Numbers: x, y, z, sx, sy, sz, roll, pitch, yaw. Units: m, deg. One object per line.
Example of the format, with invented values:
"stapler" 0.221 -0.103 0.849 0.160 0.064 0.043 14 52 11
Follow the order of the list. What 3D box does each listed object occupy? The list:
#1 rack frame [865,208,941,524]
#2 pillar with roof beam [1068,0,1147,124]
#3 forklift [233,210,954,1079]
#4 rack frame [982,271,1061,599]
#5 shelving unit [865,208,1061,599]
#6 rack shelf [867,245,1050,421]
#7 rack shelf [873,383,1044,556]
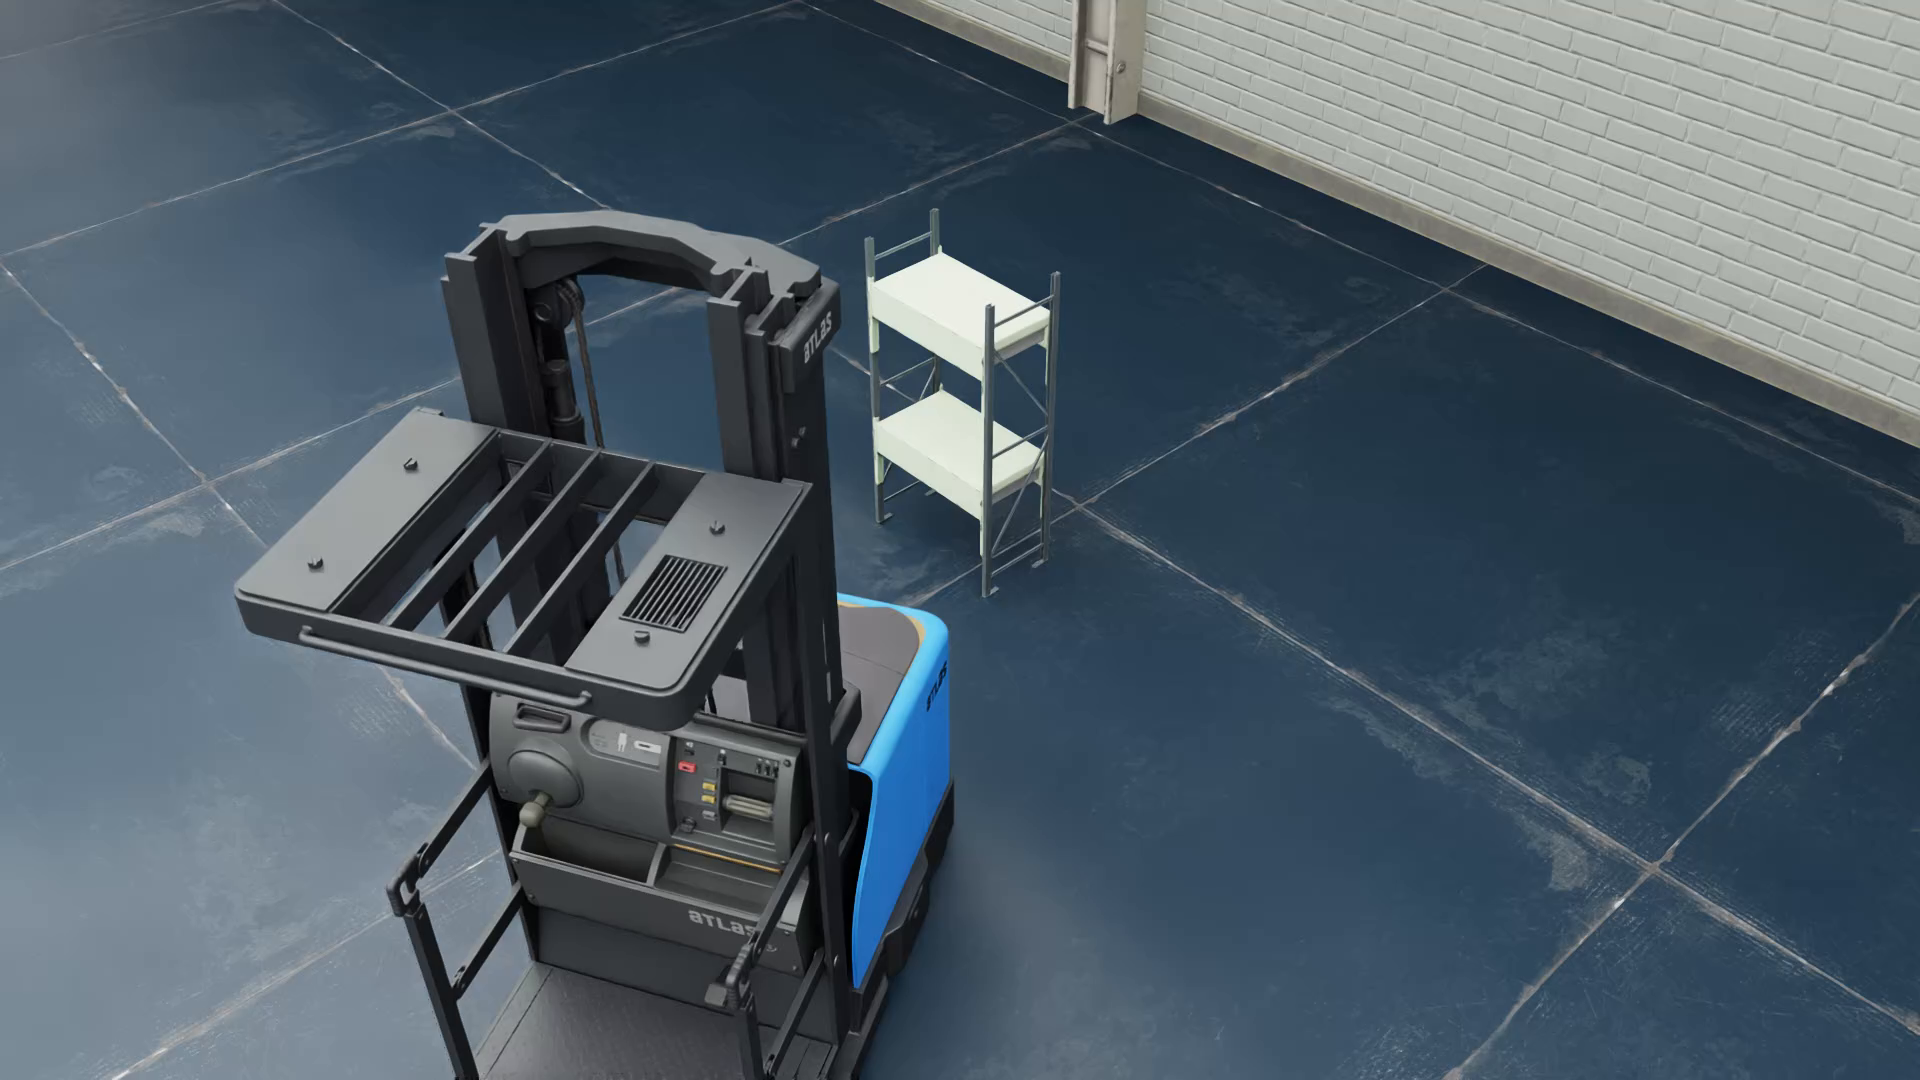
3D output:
"rack frame" -0.243 -0.750 7.485 0.400 1.500 0.023 -30 48 -32
"pillar with roof beam" -2.186 -4.631 6.322 9.100 9.000 0.400 -30 48 -32
"forklift" -0.957 0.743 4.497 1.130 2.935 3.031 11 40 14
"rack frame" 0.252 -0.411 7.065 0.400 1.500 0.023 -30 48 -32
"shelving unit" 0.005 -0.580 7.275 0.431 1.500 0.755 -30 48 -32
"rack shelf" 0.005 -0.884 7.030 0.431 0.370 0.720 -30 48 -32
"rack shelf" 0.005 -0.327 7.480 0.431 0.370 0.720 -30 48 -32
